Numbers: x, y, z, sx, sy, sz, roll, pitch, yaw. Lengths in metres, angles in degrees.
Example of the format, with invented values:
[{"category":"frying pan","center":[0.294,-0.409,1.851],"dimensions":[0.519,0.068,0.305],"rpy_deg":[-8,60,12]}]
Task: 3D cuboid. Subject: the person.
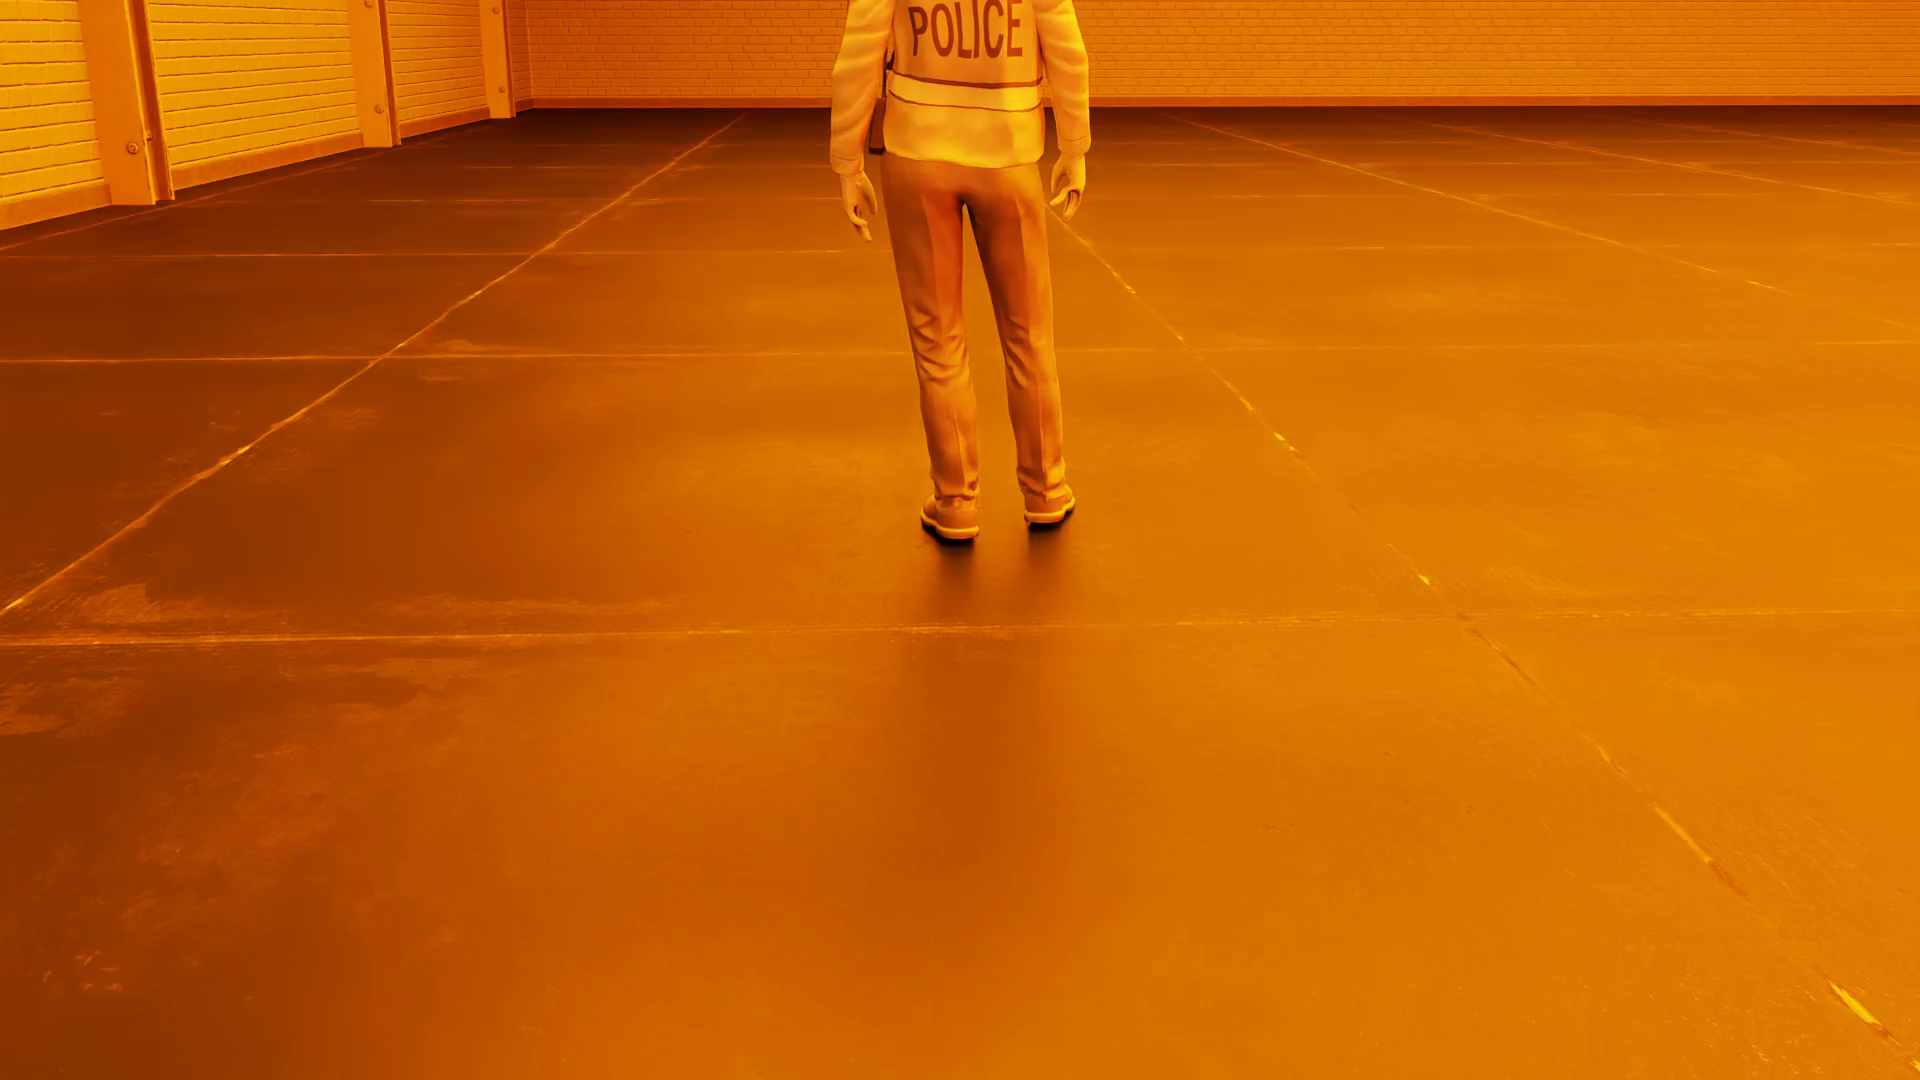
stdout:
[{"category":"person","center":[0.003,-0.837,3.734],"dimensions":[0.586,1.694,0.530],"rpy_deg":[-1,17,-3]}]
